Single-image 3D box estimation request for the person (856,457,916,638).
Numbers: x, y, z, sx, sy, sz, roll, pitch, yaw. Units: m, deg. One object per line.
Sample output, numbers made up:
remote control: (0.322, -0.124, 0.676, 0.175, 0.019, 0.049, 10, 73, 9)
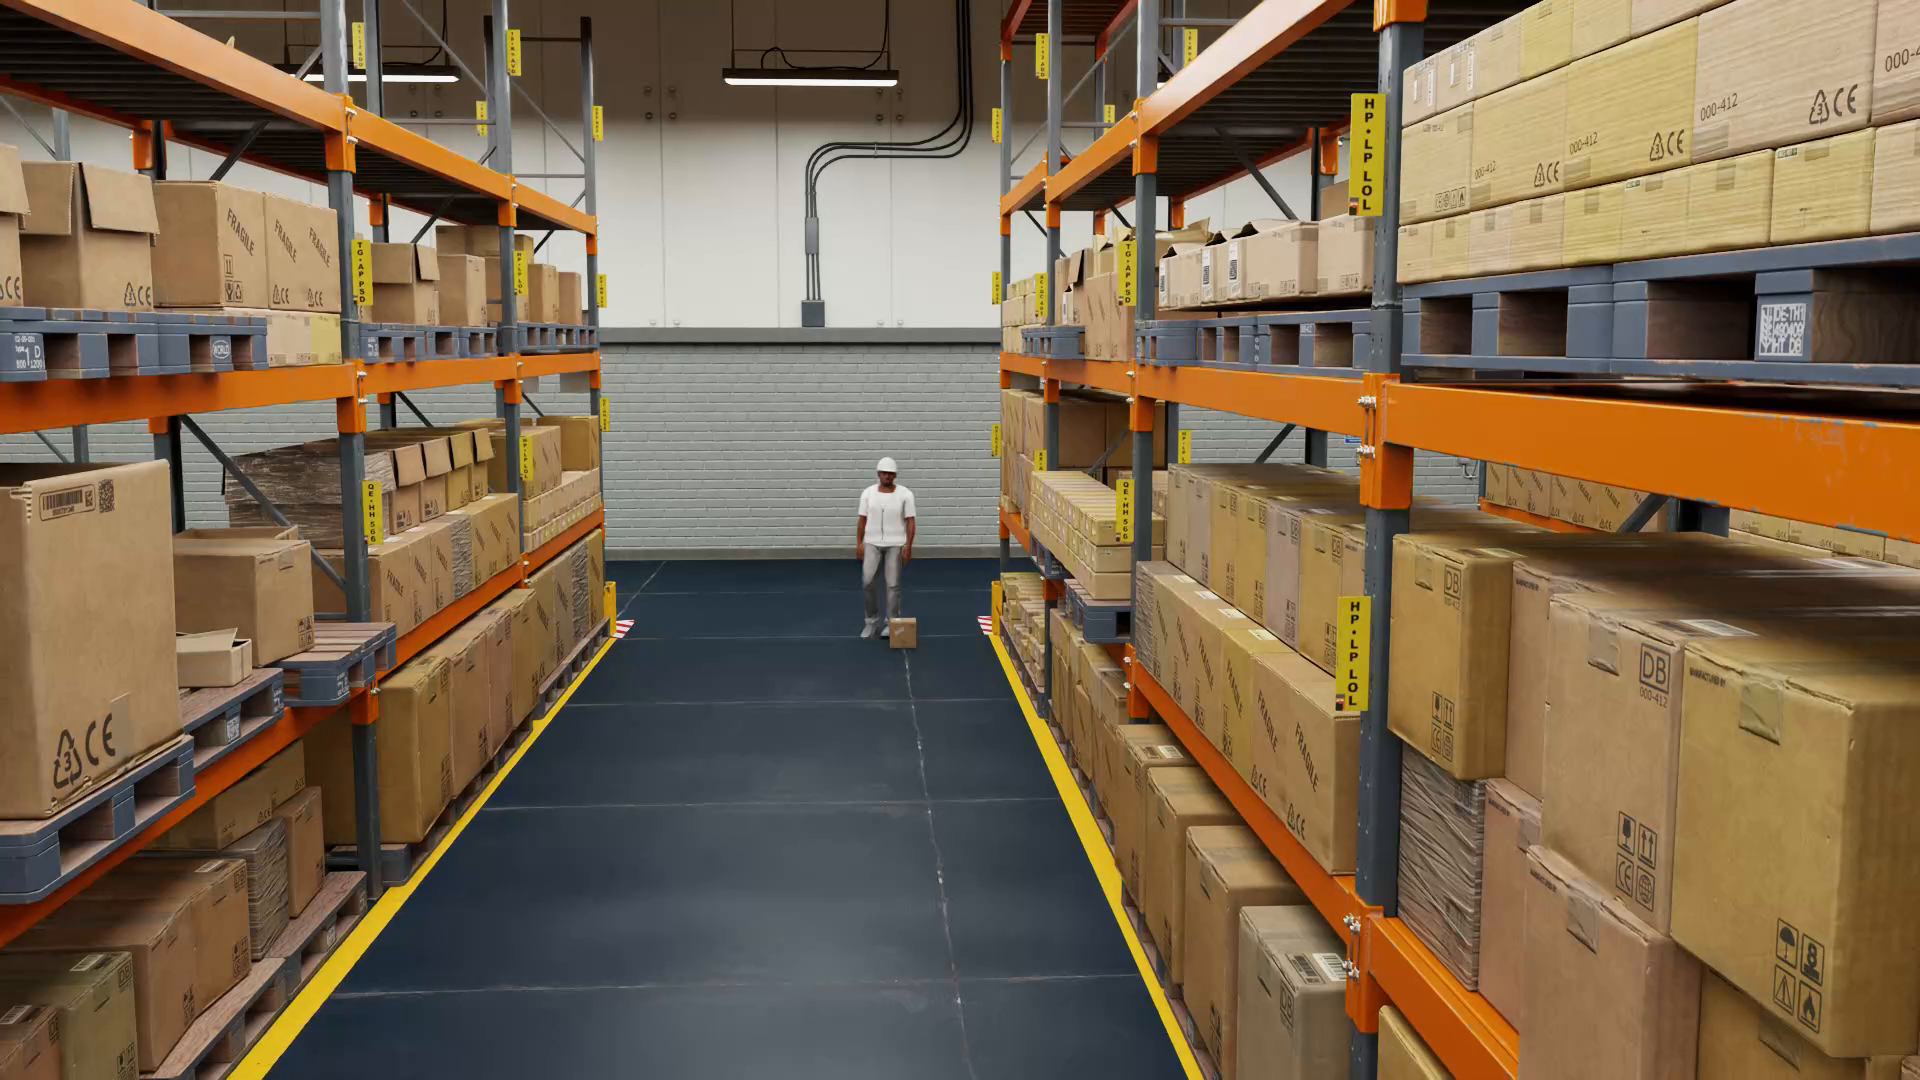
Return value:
person: (-0.748, 0.092, 16.489, 0.602, 1.828, 0.426, 1, 7, 8)
